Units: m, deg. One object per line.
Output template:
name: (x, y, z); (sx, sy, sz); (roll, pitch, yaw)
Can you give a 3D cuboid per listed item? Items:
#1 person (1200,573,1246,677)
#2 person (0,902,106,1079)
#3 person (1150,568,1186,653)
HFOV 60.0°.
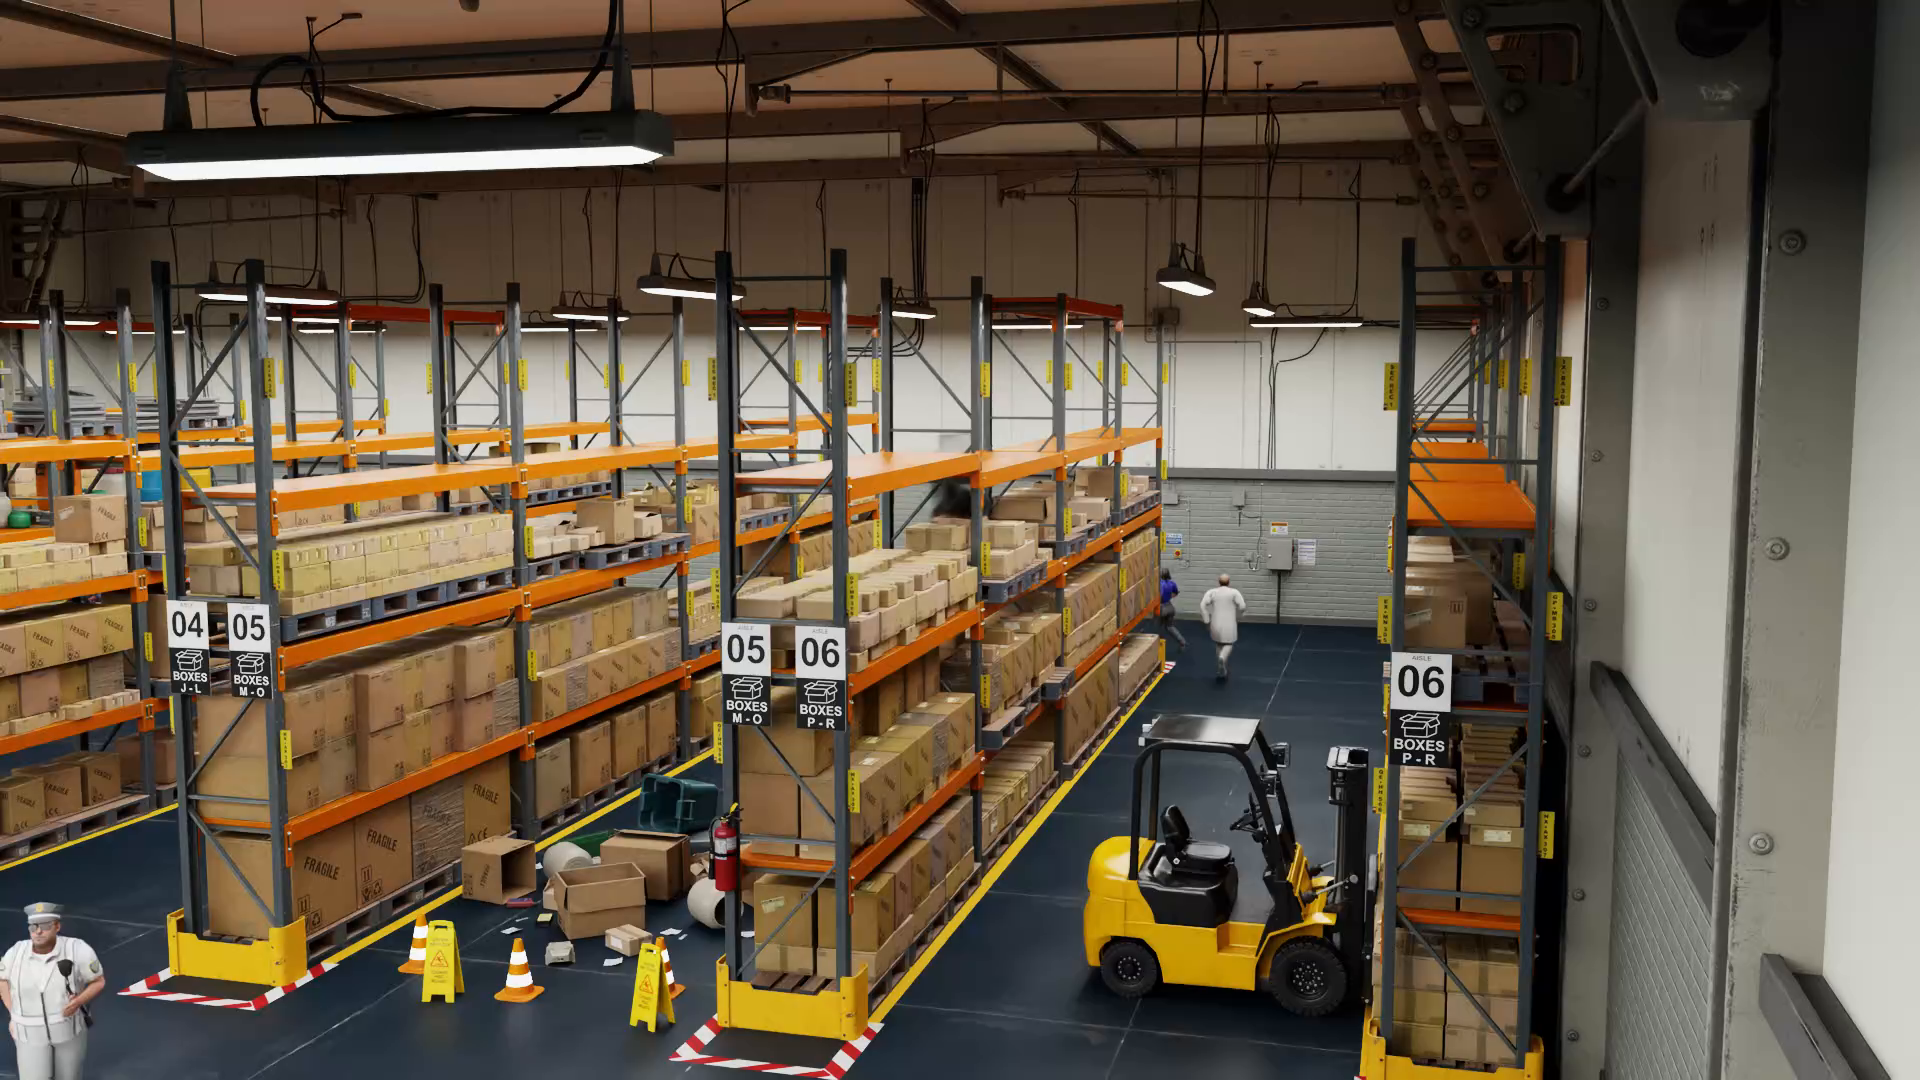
person: (4.328, 1.424, 27.325); (0.748, 1.756, 0.710); (2, 6, 19)
person: (-5.805, 3.183, 10.638); (0.630, 1.811, 0.709); (-3, 7, -27)
person: (3.560, 1.257, 29.403); (0.645, 1.582, 0.814); (-4, 7, -32)
